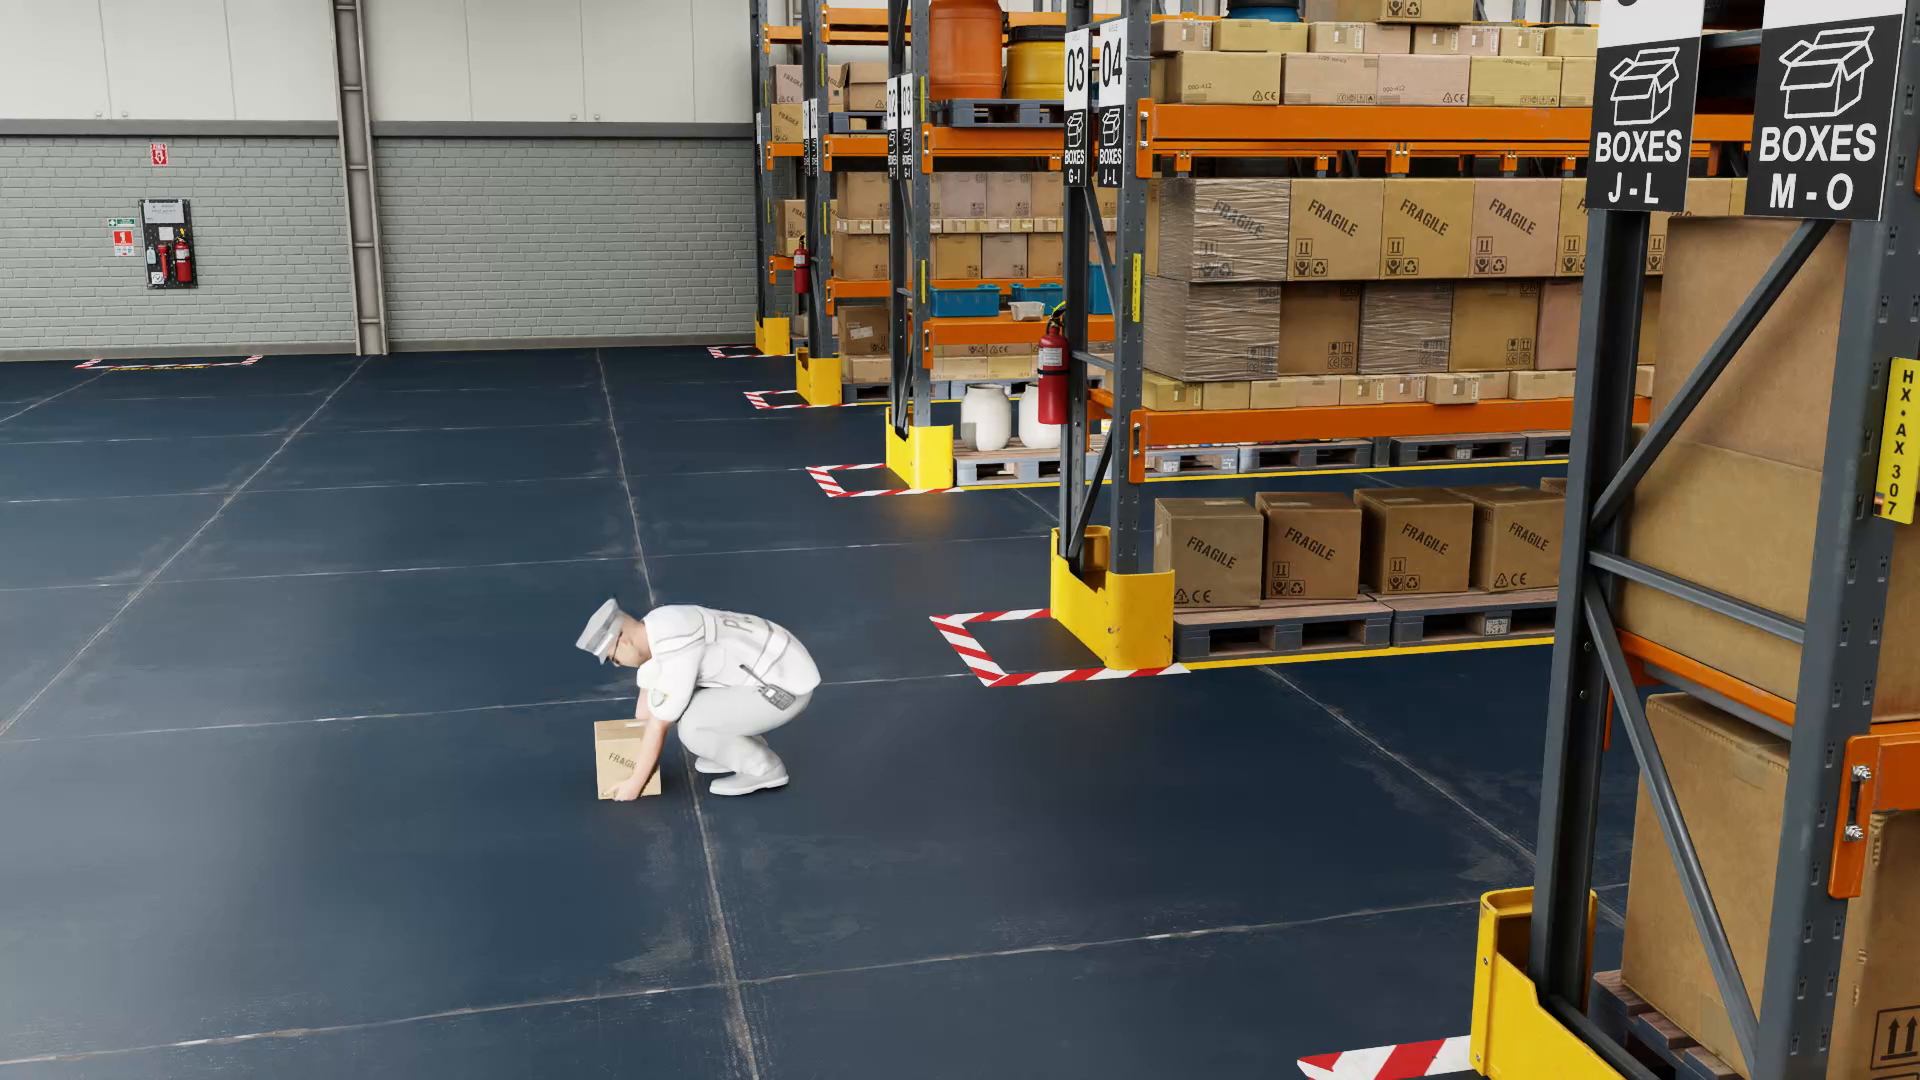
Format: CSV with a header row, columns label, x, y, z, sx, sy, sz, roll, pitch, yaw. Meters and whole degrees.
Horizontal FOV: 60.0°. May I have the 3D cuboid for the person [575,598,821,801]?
label,x,y,z,sx,sy,sz,roll,pitch,yaw
person,-1.072,0.649,6.874,0.986,0.894,0.539,-3,13,-14
